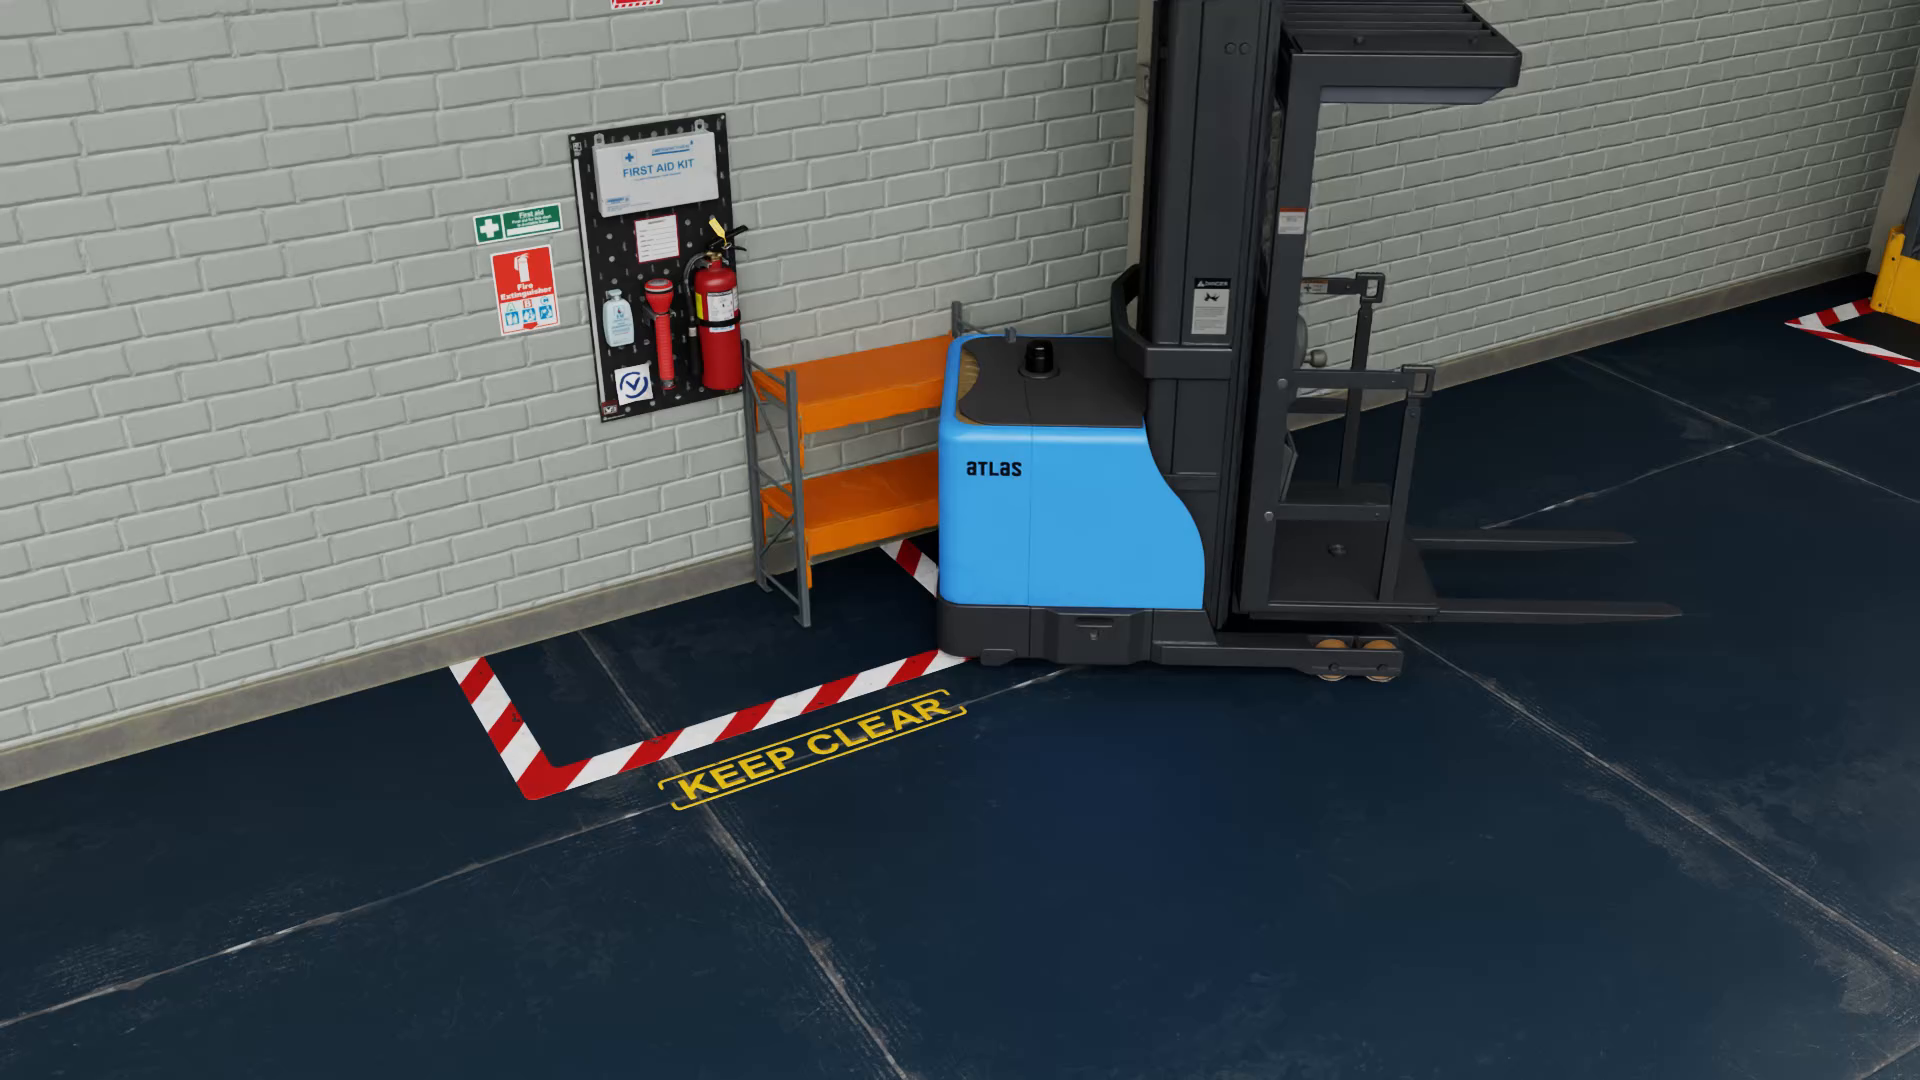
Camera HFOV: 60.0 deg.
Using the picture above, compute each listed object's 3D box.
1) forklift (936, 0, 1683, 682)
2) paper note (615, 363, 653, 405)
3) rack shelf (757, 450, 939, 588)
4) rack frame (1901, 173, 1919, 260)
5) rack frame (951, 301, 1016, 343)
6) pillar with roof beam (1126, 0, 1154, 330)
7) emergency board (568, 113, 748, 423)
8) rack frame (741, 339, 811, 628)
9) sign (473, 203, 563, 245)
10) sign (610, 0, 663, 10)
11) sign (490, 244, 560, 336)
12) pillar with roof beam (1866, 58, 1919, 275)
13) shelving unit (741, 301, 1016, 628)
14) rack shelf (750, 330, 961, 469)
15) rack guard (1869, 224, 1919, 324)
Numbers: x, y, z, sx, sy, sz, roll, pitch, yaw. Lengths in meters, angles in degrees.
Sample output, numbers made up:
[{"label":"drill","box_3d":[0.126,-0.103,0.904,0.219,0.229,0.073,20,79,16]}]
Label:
[{"label":"forklift","box_3d":[1.434,-0.974,6.481,3.031,2.935,1.130,1,29,2]},{"label":"paper note","box_3d":[-1.312,-0.627,6.693,0.142,0.148,0.016,-16,33,-26]},{"label":"rack shelf","box_3d":[-0.329,-0.124,7.277,1.000,0.278,0.538,-14,28,-27]},{"label":"rack frame","box_3d":[6.033,-2.553,9.272,0.127,3.000,1.000,-16,33,-26]},{"label":"rack frame","box_3d":[0.107,-0.458,7.405,0.032,1.125,0.500,-14,28,-27]},{"label":"pillar with roof beam","box_3d":[3.207,-2.449,2.875,0.400,9.000,9.100,-16,33,-26]},{"label":"emergency board","box_3d":[-1.124,-1.027,6.507,0.643,1.169,0.194,-16,33,-26]},{"label":"rack frame","box_3d":[-0.772,-0.235,6.947,0.032,1.125,0.500,-14,28,-27]},{"label":"sign","box_3d":[-1.645,-1.180,6.198,0.331,0.109,0.001,-16,33,-26]},{"label":"sign","box_3d":[-1.182,-2.082,6.018,0.199,0.298,0.001,-16,33,-26]},{"label":"sign","box_3d":[-1.653,-0.950,6.331,0.234,0.329,0.001,-16,33,-26]},{"label":"pillar with roof beam","box_3d":[8.380,-3.918,5.536,0.400,9.000,9.100,-16,33,-26]},{"label":"shelving unit","box_3d":[-0.332,-0.347,7.176,1.048,1.125,0.538,-14,28,-27]},{"label":"rack shelf","box_3d":[-0.337,-0.613,7.054,1.000,0.278,0.538,-14,28,-27]},{"label":"rack guard","box_3d":[6.099,-1.477,9.910,0.348,0.500,1.175,-16,33,-26]}]
